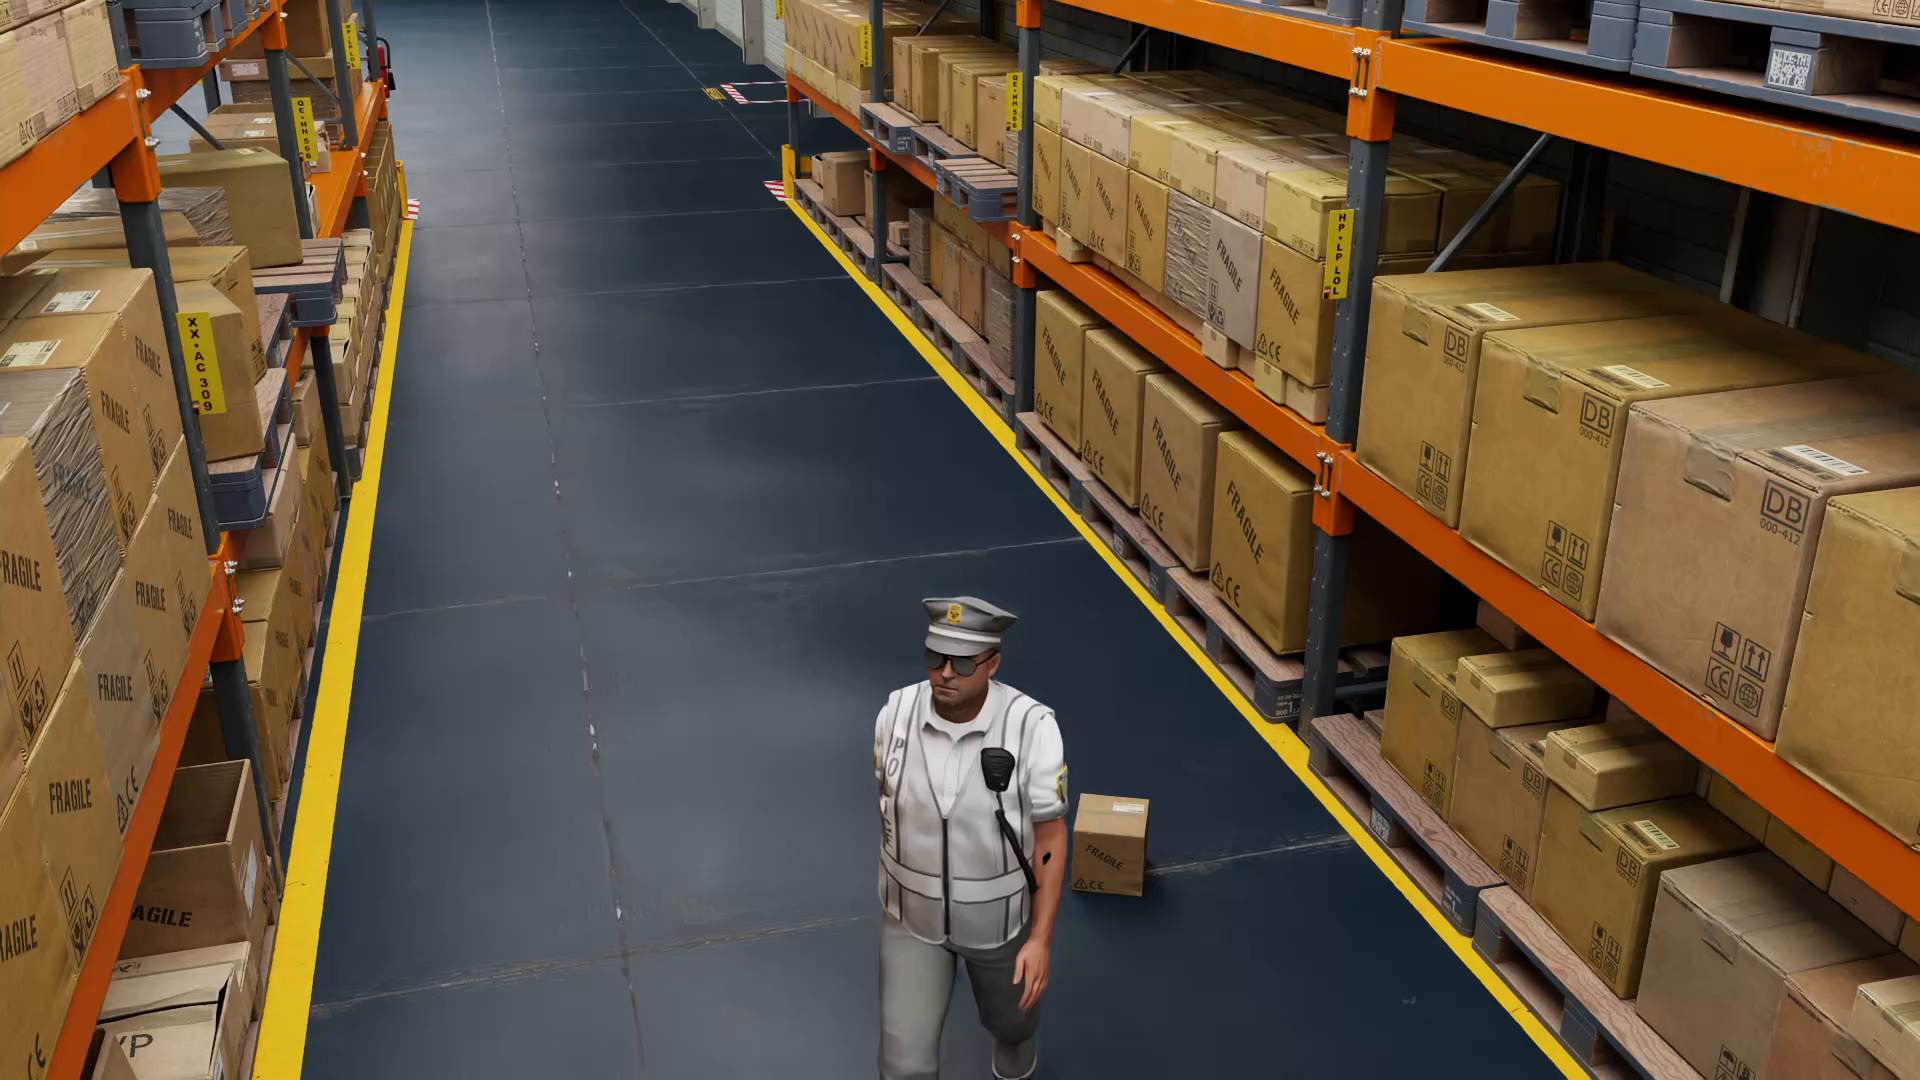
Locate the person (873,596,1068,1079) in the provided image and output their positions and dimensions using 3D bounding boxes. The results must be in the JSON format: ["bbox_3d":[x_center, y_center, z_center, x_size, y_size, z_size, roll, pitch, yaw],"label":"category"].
[{"bbox_3d":[0.022,0.921,4.353,0.523,1.724,1.010,4,23,9],"label":"person"}]
